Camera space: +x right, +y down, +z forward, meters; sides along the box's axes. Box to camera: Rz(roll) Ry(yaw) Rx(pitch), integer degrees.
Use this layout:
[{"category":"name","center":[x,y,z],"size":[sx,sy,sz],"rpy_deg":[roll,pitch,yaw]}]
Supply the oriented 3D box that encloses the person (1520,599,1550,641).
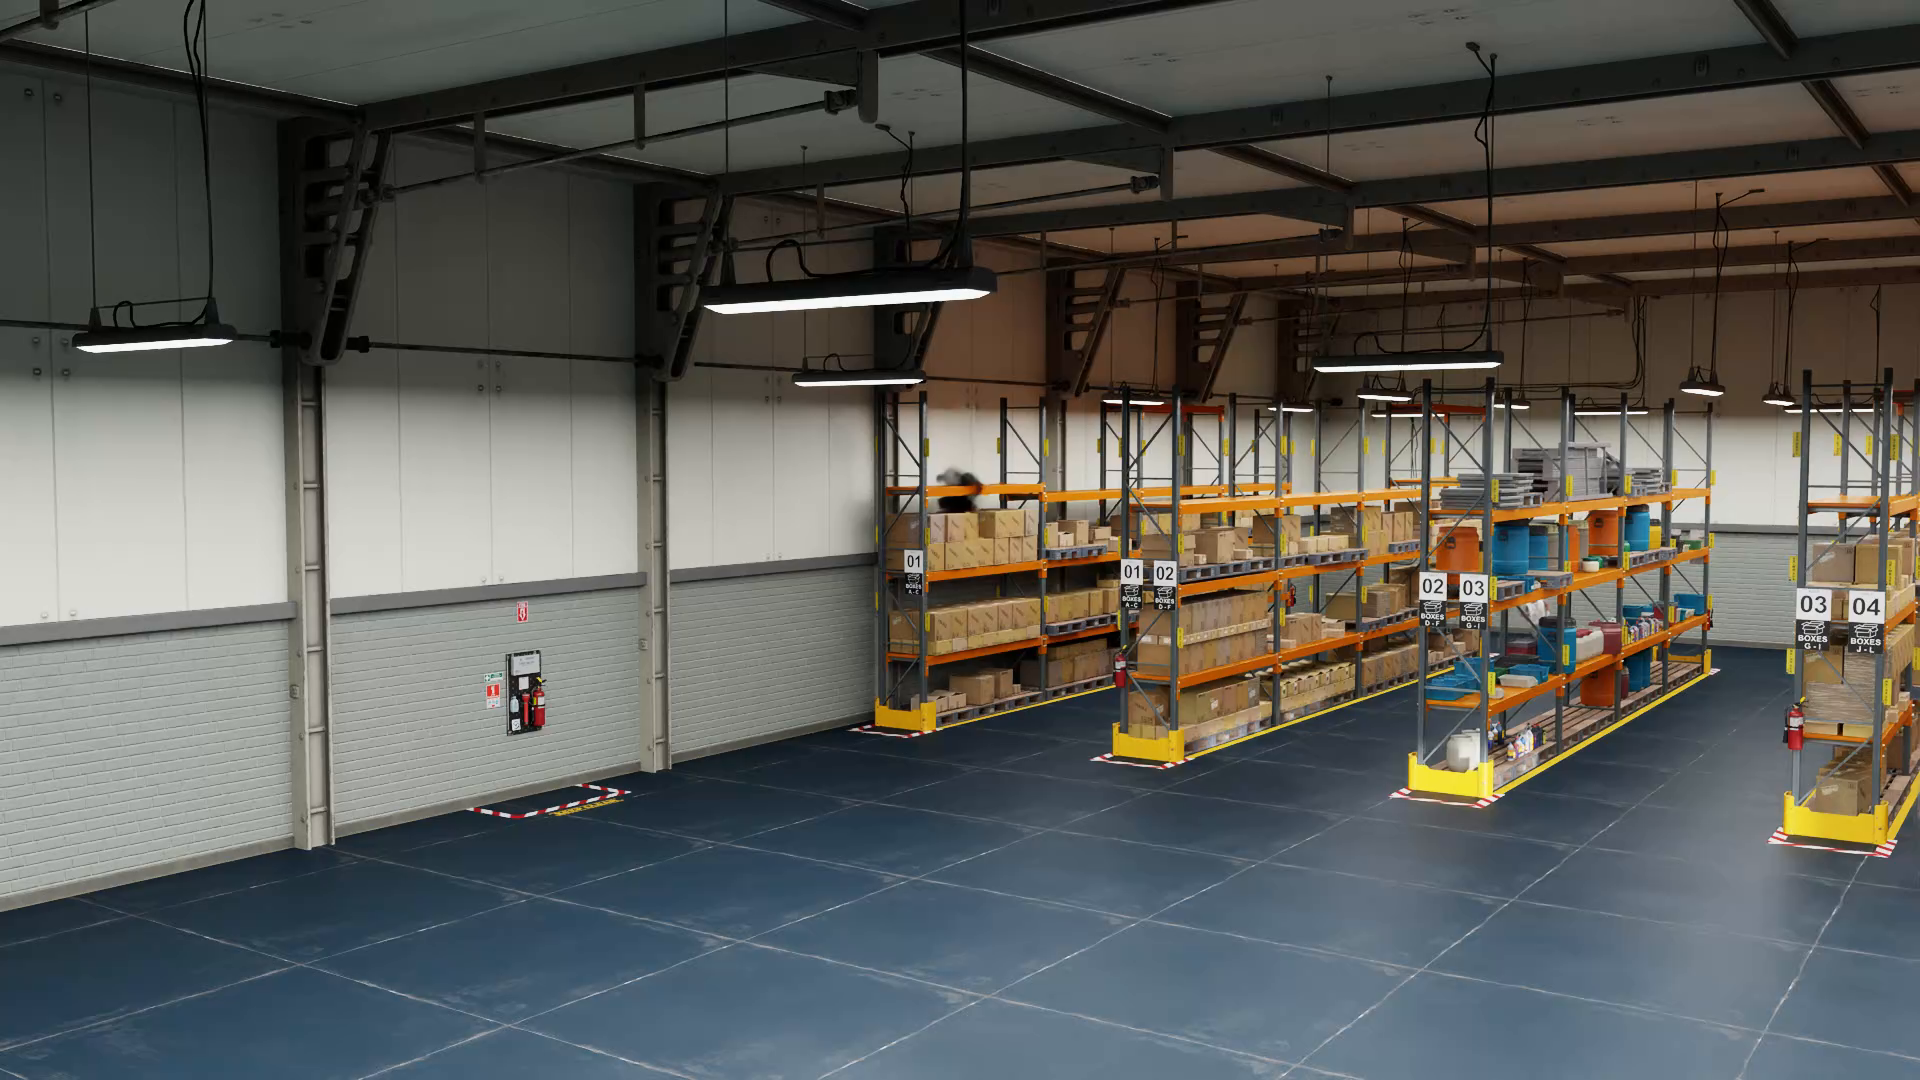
[{"category":"person","center":[13.508,1.946,39.003],"size":[0.735,1.750,0.931],"rpy_deg":[1,3,10]}]
